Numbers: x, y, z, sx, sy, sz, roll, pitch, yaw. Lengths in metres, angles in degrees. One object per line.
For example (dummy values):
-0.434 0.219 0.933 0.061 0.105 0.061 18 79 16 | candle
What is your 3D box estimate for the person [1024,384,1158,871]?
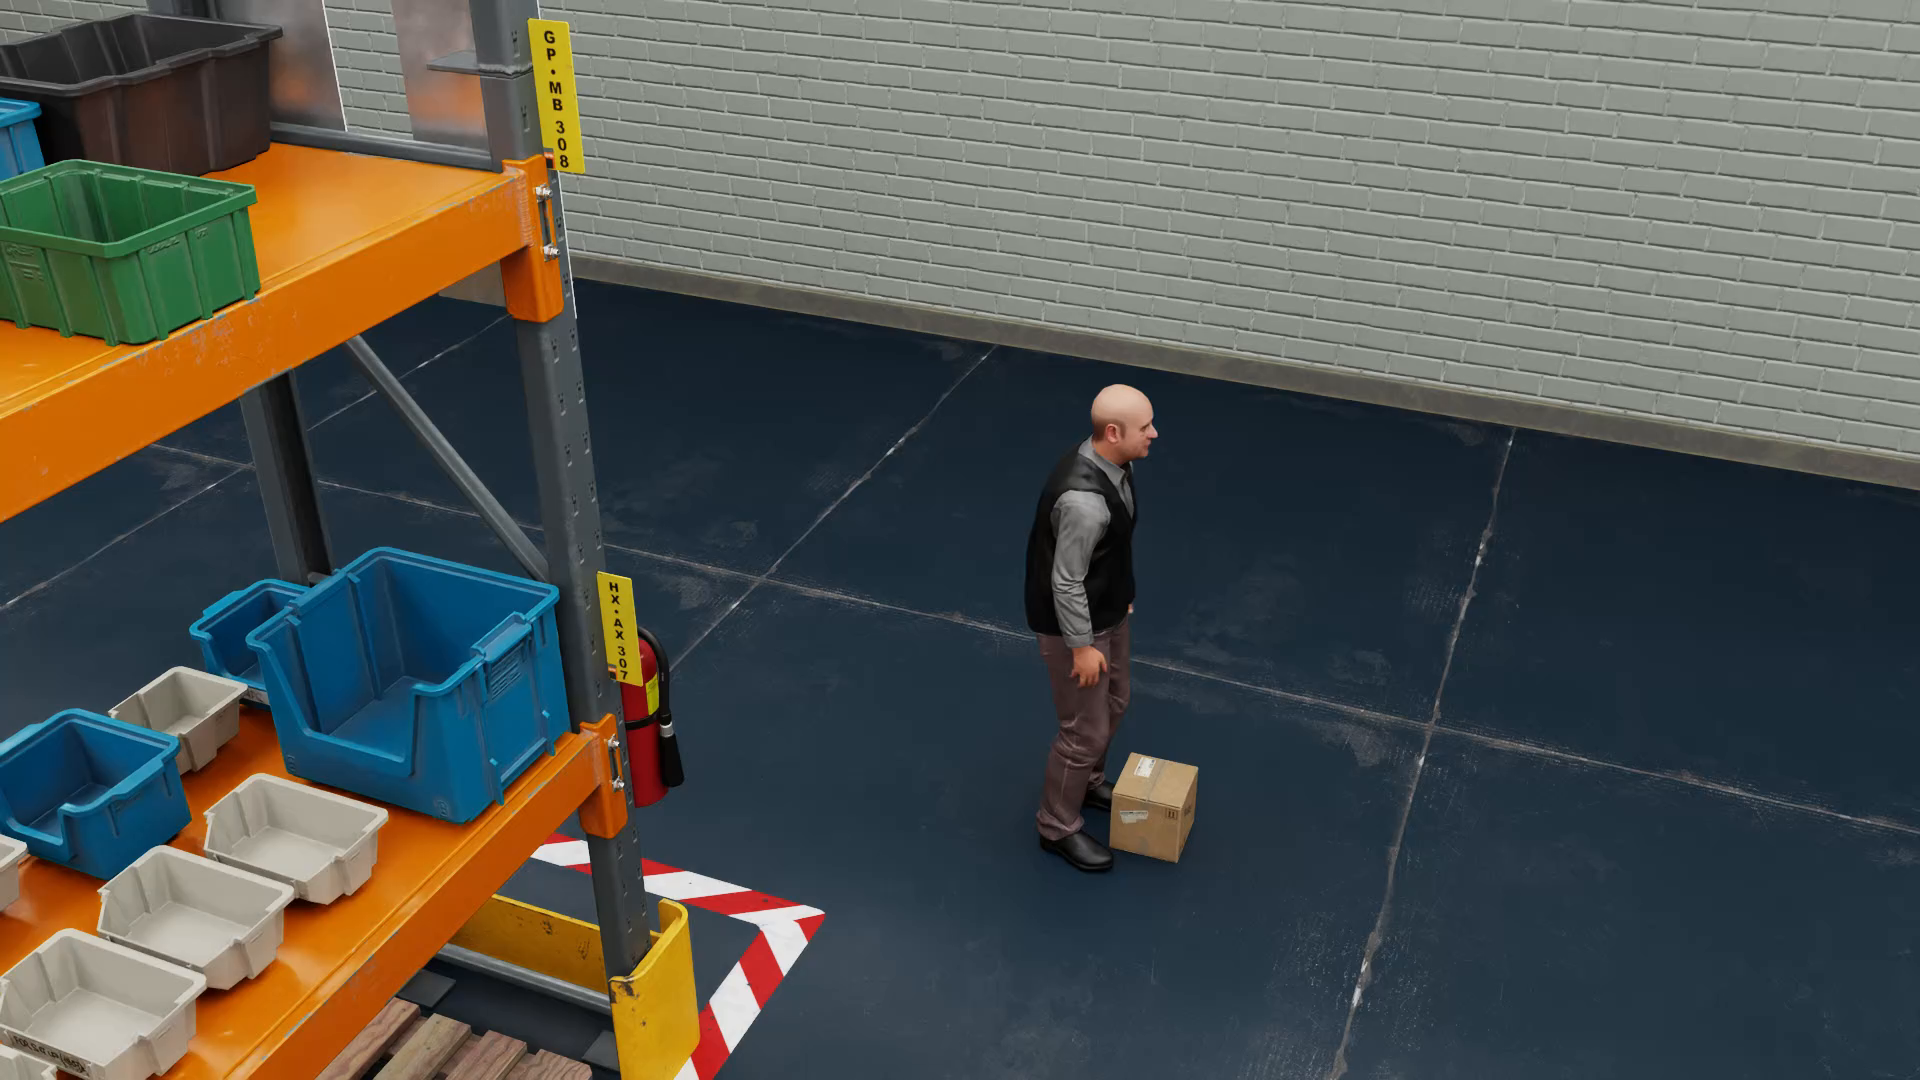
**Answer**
0.433 0.263 5.684 0.414 1.722 0.594 10 31 16 | person
